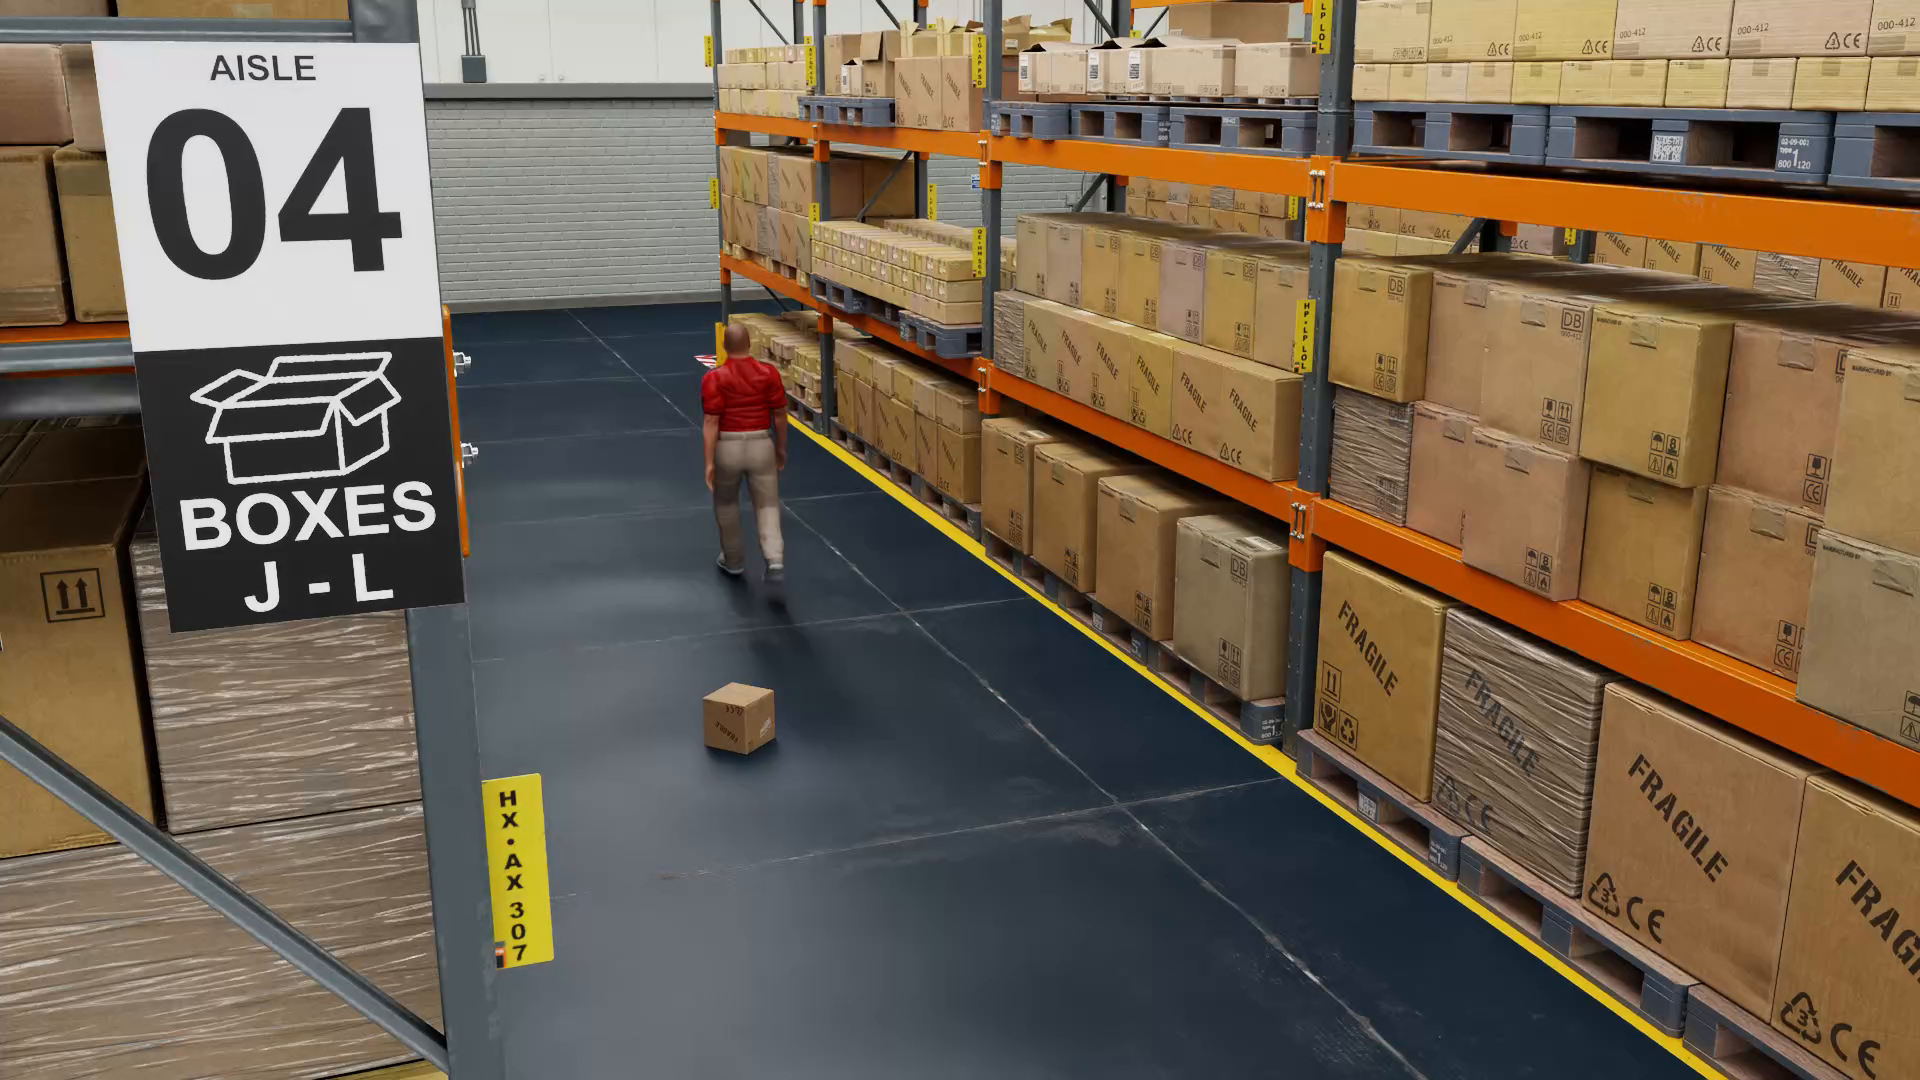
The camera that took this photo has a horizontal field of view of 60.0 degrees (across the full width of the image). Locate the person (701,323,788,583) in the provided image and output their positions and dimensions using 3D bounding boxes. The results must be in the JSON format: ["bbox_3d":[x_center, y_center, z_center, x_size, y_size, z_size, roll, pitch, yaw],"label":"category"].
[{"bbox_3d":[-1.356,-0.543,10.517,0.553,1.676,0.969,-4,16,-14],"label":"person"}]
